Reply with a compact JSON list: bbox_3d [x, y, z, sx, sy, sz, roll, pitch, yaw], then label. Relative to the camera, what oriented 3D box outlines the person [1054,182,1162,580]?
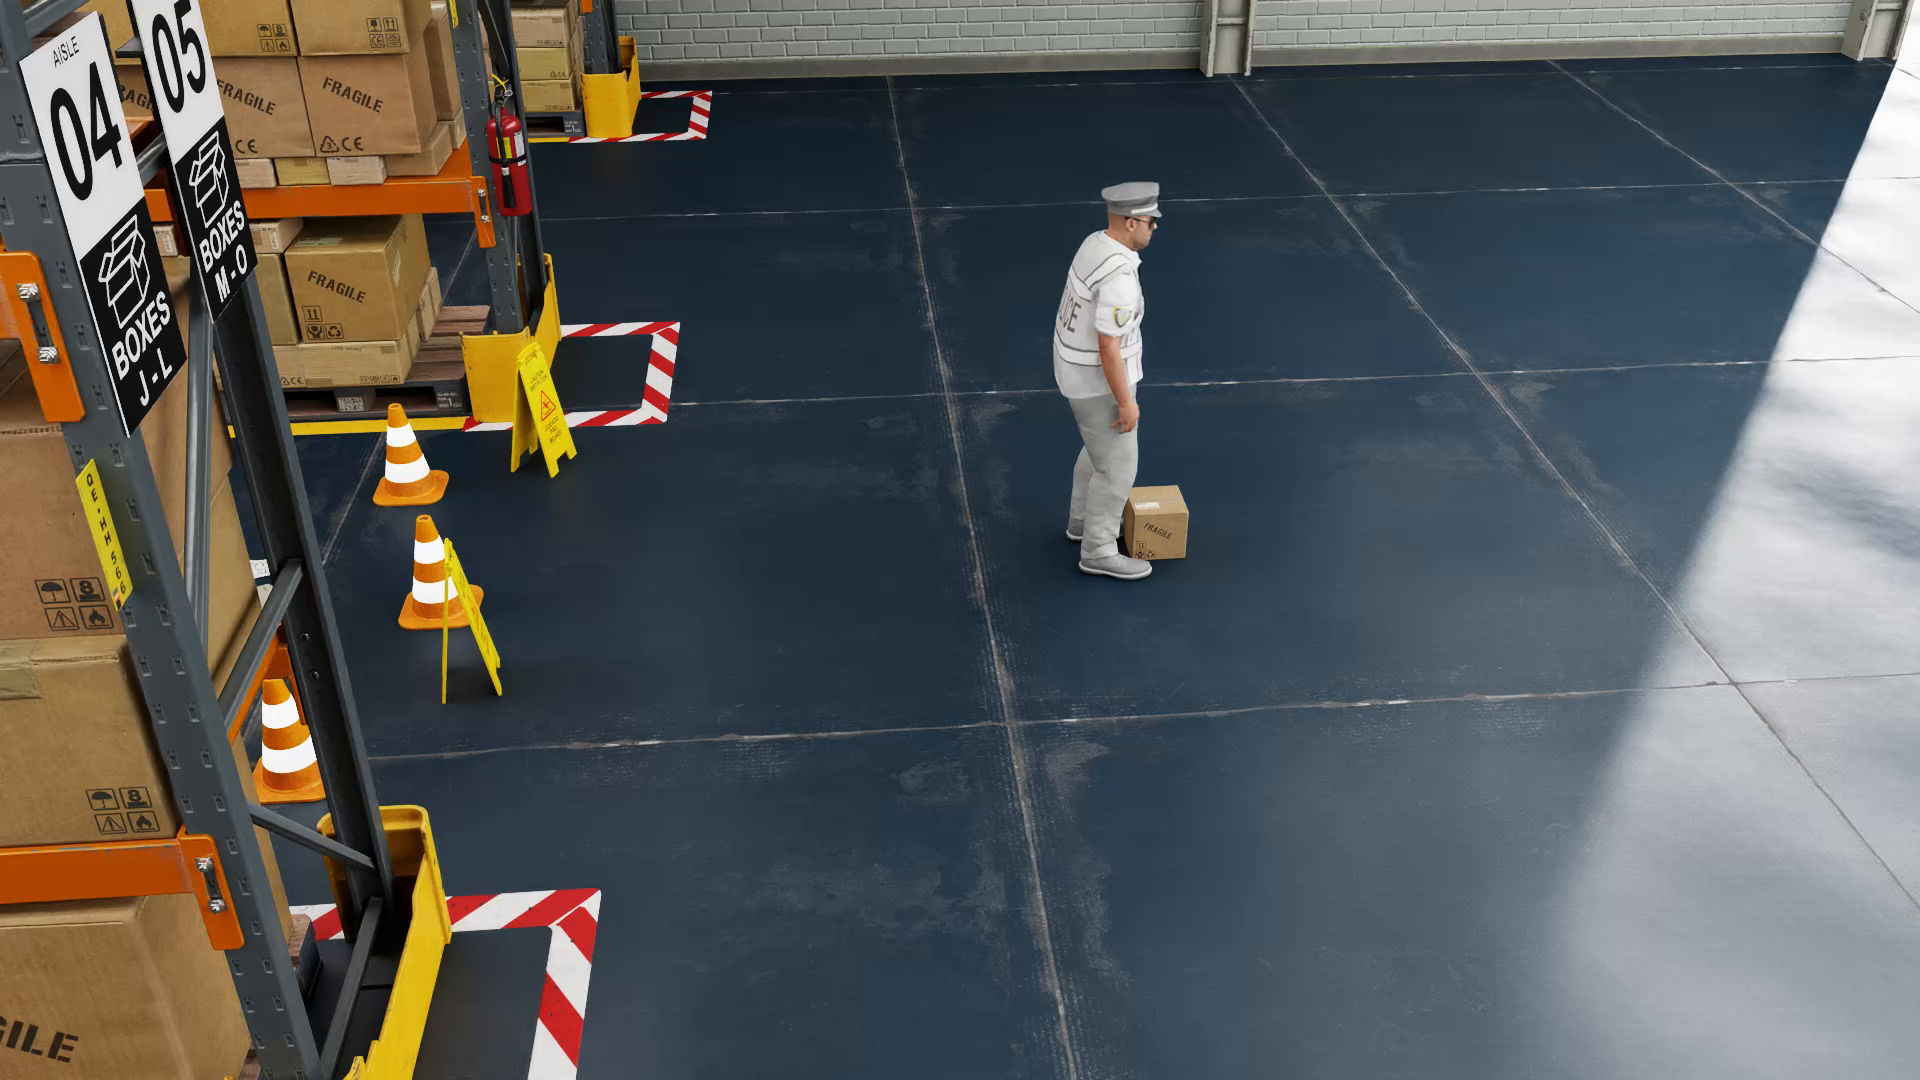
[{"bbox_3d":[0.635,-0.706,7.304,0.434,1.749,0.585,-3,31,-4],"label":"person"}]
